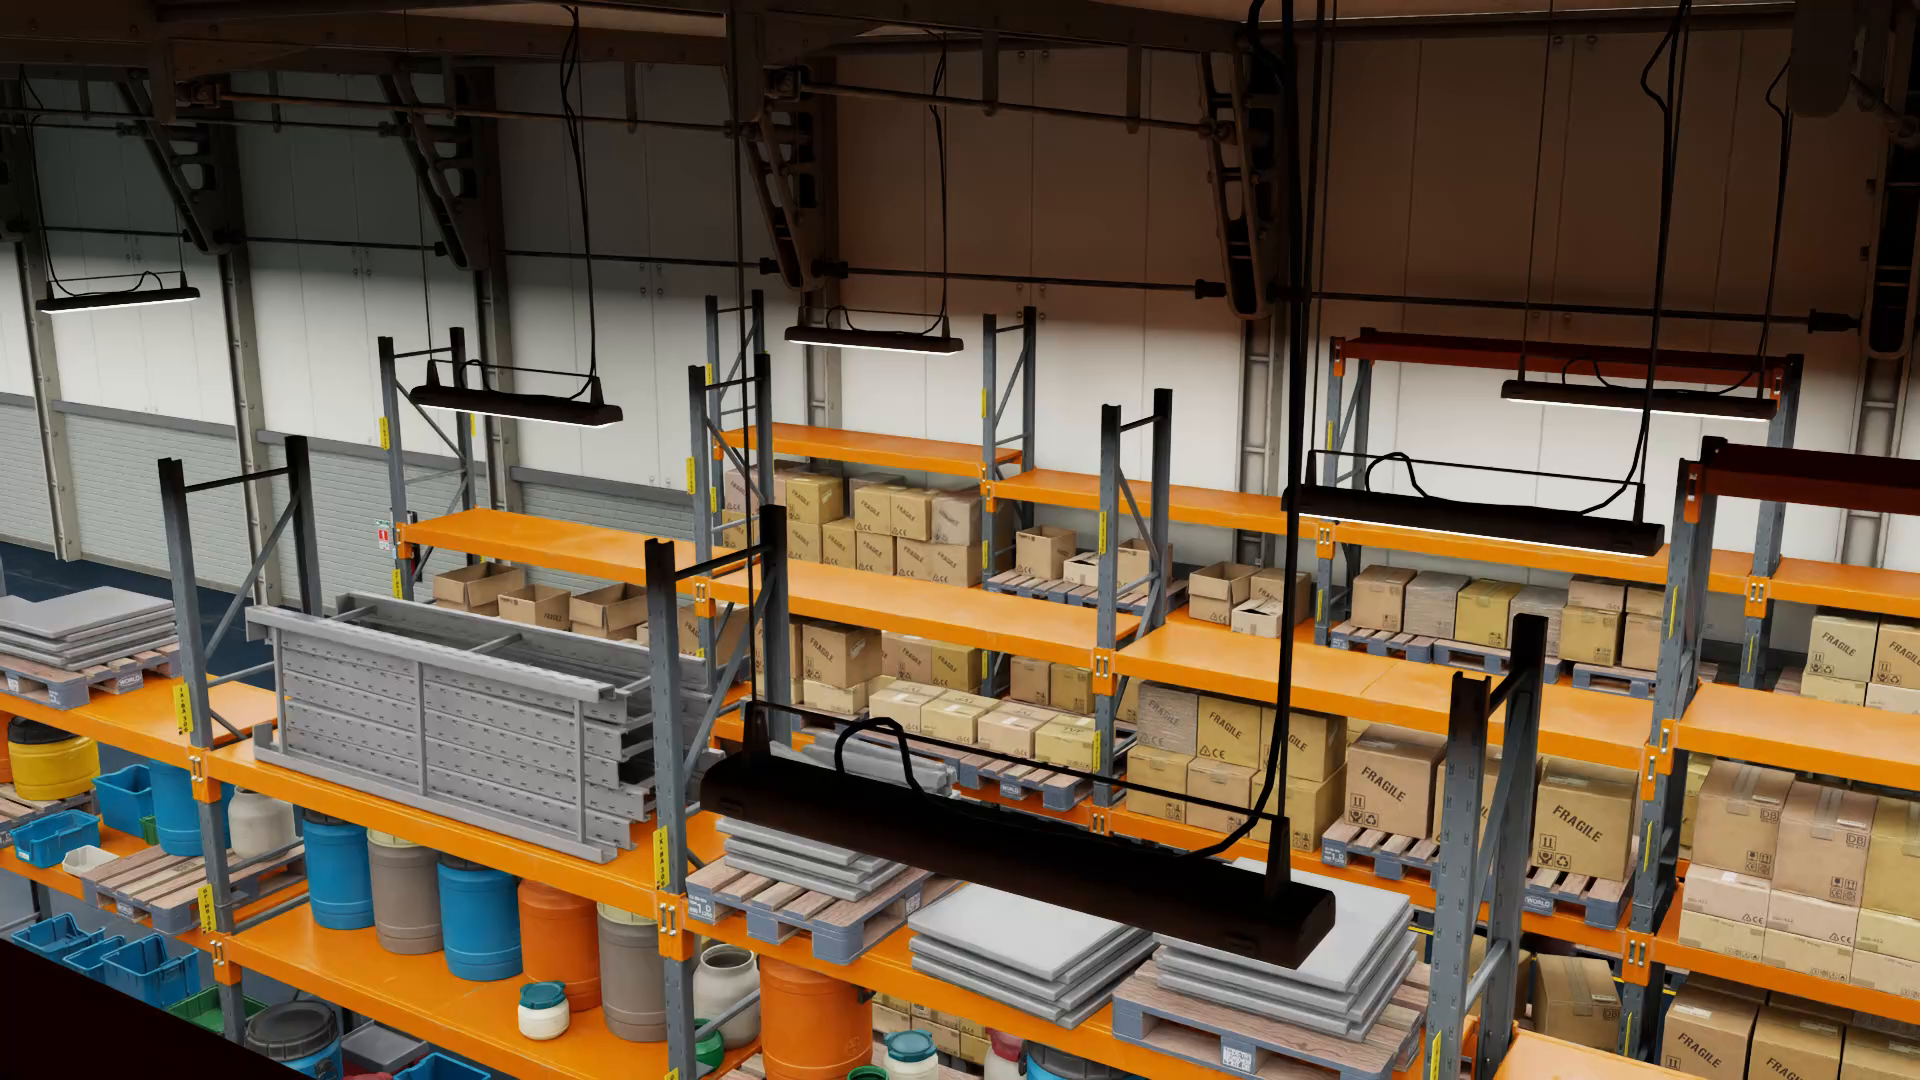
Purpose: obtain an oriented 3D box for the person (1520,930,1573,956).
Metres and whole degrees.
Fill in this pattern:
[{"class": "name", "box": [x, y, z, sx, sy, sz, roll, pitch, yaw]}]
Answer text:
[{"class": "person", "box": [5.325, 3.514, 15.332, 1.143, 1.705, 0.601, 7, 16, 27]}]
